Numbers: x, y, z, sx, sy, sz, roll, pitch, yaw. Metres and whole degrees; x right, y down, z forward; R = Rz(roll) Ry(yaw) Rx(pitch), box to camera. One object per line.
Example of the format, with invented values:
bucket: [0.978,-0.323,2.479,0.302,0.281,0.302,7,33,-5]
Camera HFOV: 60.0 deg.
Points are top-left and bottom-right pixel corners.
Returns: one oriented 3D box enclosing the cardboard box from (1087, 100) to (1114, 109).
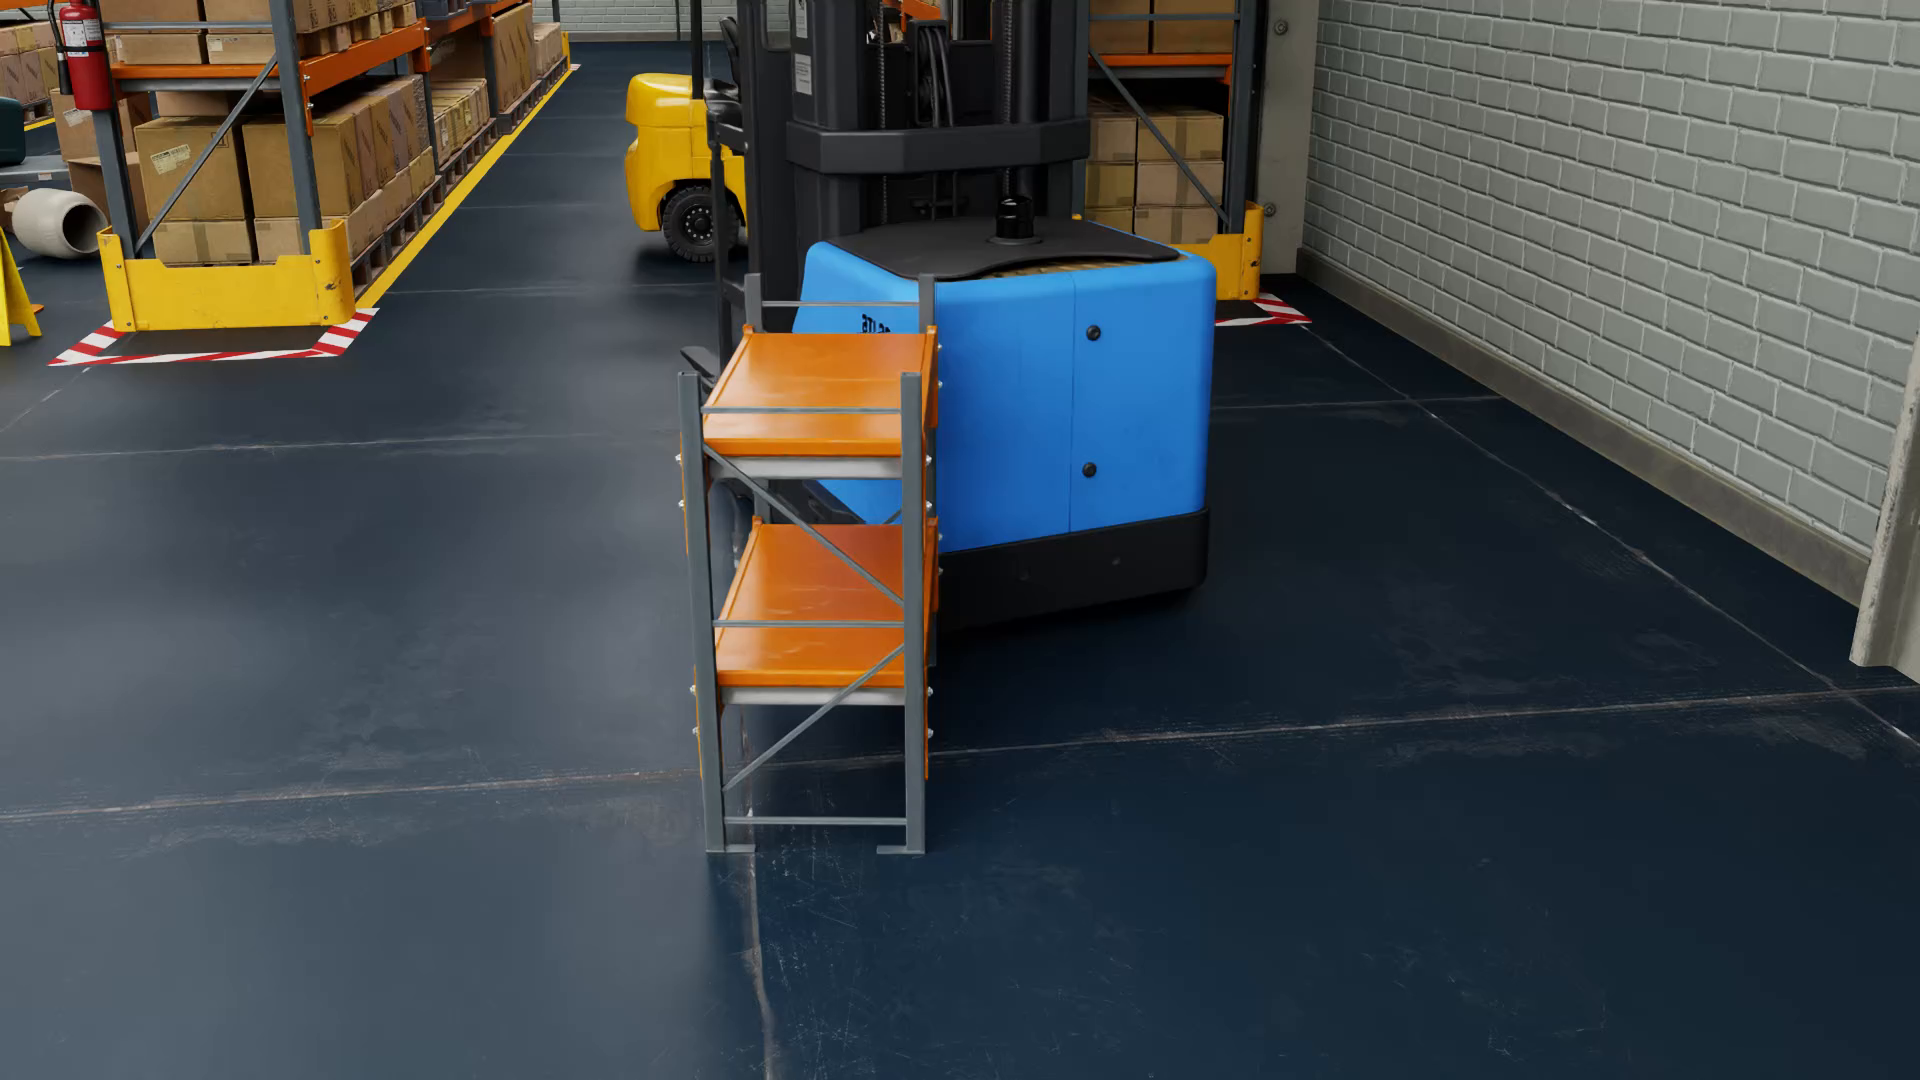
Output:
cardboard box: [0.633,-2.491,9.998,0.500,0.250,0.500,-3,21,-7]

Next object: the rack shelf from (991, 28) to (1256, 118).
rack shelf: [0.799,-3.149,10.888,1.077,0.370,4.000,-3,21,-8]

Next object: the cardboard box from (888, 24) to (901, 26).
cardboard box: [-0.637,-5.866,19.179,0.380,0.149,0.250,-3,21,-9]

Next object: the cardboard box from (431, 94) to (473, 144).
cardboard box: [-4.688,-3.563,14.125,0.950,0.372,0.625,-2,21,-6]

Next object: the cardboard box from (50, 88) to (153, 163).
cardboard box: [-6.158,-3.010,11.979,0.500,0.500,0.500,-3,21,-8]

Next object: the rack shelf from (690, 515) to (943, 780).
rack shelf: [-0.323,0.236,4.174,0.538,0.278,1.000,0,20,1]

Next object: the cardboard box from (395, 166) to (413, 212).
cardboard box: [-3.894,-2.284,10.874,0.500,0.250,0.500,-3,21,-7]

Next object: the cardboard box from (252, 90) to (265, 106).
cardboard box: [-4.387,-2.672,9.914,0.380,0.149,0.250,-2,21,-5]

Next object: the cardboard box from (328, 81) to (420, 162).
cardboard box: [-3.975,-2.819,11.235,0.500,0.500,0.500,-3,21,-7]

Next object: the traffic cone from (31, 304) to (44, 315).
traffic cone: [-5.163,-1.437,8.903,0.336,0.463,0.334,-3,21,-8]

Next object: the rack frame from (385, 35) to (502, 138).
rack frame: [-4.977,-5.312,15.651,1.000,3.000,0.127,-3,21,-8]

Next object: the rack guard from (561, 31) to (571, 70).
rack guard: [-6.134,-6.919,23.526,1.175,0.500,0.348,-3,21,-8]

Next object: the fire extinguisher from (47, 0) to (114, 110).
fire extinguisher: [-4.264,-2.443,8.080,0.296,0.674,0.183,-3,21,-8]

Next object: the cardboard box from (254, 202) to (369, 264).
cardboard box: [-3.667,-1.744,9.427,0.500,0.250,0.500,-3,21,-8]

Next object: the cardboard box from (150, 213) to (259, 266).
cardboard box: [-4.210,-1.725,9.377,0.500,0.250,0.500,-3,21,-8]

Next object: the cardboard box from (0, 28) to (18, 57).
cardboard box: [-9.853,-5.003,16.724,0.500,0.250,0.500,-3,21,-7]

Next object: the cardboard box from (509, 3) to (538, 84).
cardboard box: [-5.385,-5.687,19.093,0.875,0.875,0.875,-2,21,-6]

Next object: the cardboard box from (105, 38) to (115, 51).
cardboard box: [-10.409,-5.954,19.995,0.380,0.149,0.250,-3,21,-9]

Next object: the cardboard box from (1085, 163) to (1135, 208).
cardboard box: [0.708,-2.089,9.637,0.500,0.250,0.500,-3,21,-8]

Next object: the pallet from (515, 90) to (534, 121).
pallet: [-5.189,-4.704,18.008,1.003,0.211,1.213,-3,21,-8]

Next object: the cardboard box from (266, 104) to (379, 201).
cardboard box: [-3.751,-2.284,9.802,0.500,0.500,0.500,-4,21,-10]

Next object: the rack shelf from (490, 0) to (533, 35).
rack shelf: [-5.266,-5.667,17.630,1.077,0.370,4.000,-3,21,-8]

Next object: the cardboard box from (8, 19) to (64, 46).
cardboard box: [-10.080,-5.544,18.173,0.500,0.250,0.500,-3,21,-9]

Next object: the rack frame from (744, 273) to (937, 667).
rack frame: [-0.316,-0.171,4.565,0.500,1.125,0.032,0,20,1]

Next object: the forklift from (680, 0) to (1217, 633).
forklift: [-0.301,-1.580,5.757,1.130,2.935,3.031,-9,22,-23]

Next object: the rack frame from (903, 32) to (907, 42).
rack frame: [-0.066,-5.563,16.324,1.000,3.000,0.127,-3,21,-8]

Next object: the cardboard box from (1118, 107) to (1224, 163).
cardboard box: [1.205,-2.346,9.612,0.500,0.250,0.500,-3,21,-9]

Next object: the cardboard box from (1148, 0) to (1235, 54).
cardboard box: [1.291,-3.026,9.387,0.500,0.500,0.500,-2,21,-6]

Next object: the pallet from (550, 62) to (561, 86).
pallet: [-5.765,-6.081,21.695,1.003,0.211,1.213,-3,21,-8]

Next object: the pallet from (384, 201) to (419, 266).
pallet: [-4.090,-1.966,10.679,1.003,0.211,1.213,-3,21,-8]

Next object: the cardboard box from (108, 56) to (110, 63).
cardboard box: [-10.369,-5.720,19.792,0.380,0.149,0.250,-3,21,-8]

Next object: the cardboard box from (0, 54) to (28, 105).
cardboard box: [-9.865,-4.662,16.883,0.500,0.500,0.500,-3,21,-9]

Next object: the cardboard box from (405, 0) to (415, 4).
cardboard box: [-4.091,-3.972,11.495,0.500,0.500,0.500,-3,21,-9]

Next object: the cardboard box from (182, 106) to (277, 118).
cardboard box: [-4.276,-2.246,9.702,0.500,0.500,0.500,-2,21,-6]

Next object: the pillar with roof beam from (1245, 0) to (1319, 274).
pillar with roof beam: [-2.381,-5.673,8.044,9.100,9.000,0.400,-3,21,-8]

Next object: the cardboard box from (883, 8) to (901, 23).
cardboard box: [-0.769,-6.192,19.628,0.380,0.149,0.250,-4,21,-10]

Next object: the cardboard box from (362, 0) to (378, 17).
cardboard box: [-3.852,-3.437,10.064,0.500,0.500,0.500,-3,21,-9]

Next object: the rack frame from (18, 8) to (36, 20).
rack frame: [-10.438,-6.412,18.596,1.000,3.000,0.127,-3,21,-8]

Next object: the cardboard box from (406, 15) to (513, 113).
cardboard box: [-4.995,-4.756,16.600,0.875,0.875,0.875,-3,21,-8]

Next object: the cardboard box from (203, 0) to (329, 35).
cardboard box: [-3.618,-2.906,8.641,0.500,0.500,0.500,-3,21,-9]

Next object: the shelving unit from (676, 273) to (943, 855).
shelving unit: [-0.323,0.007,4.089,0.538,1.125,1.048,0,20,1]

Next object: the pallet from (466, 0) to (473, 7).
pallet: [-4.652,-4.538,13.855,1.003,0.211,1.213,-3,21,-8]

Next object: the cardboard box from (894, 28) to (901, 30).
cardboard box: [-0.536,-5.599,18.466,0.380,0.149,0.250,-3,21,-8]

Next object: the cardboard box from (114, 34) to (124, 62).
cardboard box: [-4.236,-2.625,8.816,0.380,0.149,0.250,-3,21,-8]

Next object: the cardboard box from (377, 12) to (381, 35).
cardboard box: [-3.896,-3.271,10.547,0.380,0.149,0.250,-3,21,-9]

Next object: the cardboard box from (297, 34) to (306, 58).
cardboard box: [-3.719,-2.639,8.853,0.380,0.149,0.250,-3,21,-7]

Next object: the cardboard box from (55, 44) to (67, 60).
cardboard box: [-10.082,-5.194,18.308,0.500,0.500,0.500,-3,21,-9]

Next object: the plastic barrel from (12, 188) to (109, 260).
plastic barrel: [-5.620,-1.974,10.396,0.512,0.421,0.421,12,24,30]

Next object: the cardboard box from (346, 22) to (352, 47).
cardboard box: [-3.738,-2.913,9.587,0.380,0.149,0.250,-2,21,-6]

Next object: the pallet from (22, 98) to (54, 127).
pallet: [-10.145,-4.413,17.229,1.003,0.211,1.213,-3,21,-8]

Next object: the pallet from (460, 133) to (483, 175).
pallet: [-4.694,-3.313,14.285,1.003,0.211,1.213,-3,21,-8]

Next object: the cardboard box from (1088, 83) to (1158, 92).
cardboard box: [1.001,-2.871,11.016,0.500,0.250,0.500,-3,21,-9]

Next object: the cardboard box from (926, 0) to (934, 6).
cardboard box: [-0.022,-4.795,14.482,0.500,0.250,0.500,-2,21,-6]

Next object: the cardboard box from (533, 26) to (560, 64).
cardboard box: [-5.796,-6.538,21.996,0.875,0.438,0.875,-2,21,-6]

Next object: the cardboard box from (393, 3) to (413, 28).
cardboard box: [-4.010,-3.627,11.499,0.380,0.149,0.250,-2,21,-7]
